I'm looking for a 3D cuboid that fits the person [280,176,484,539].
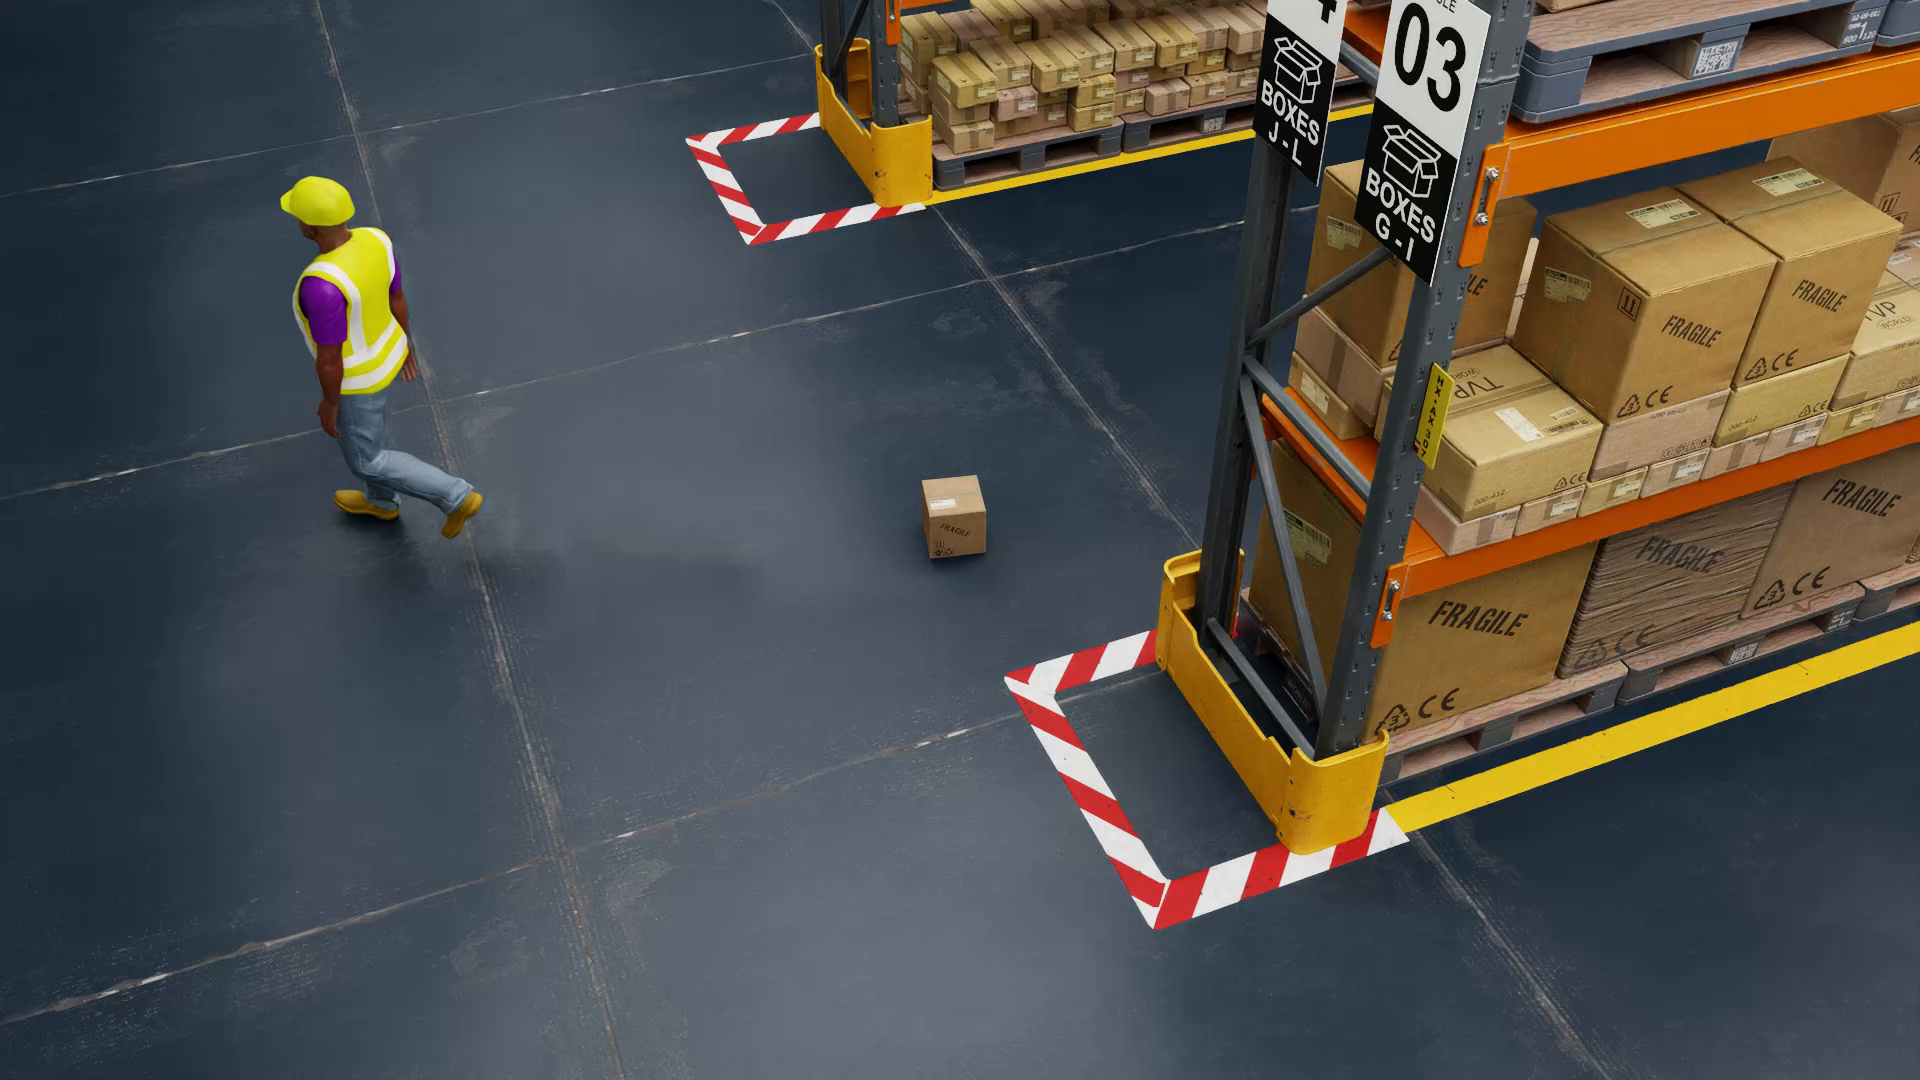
[{"bbox_3d":[-2.456,-0.714,6.934,0.820,1.750,0.582,6,42,7],"label":"person"}]
